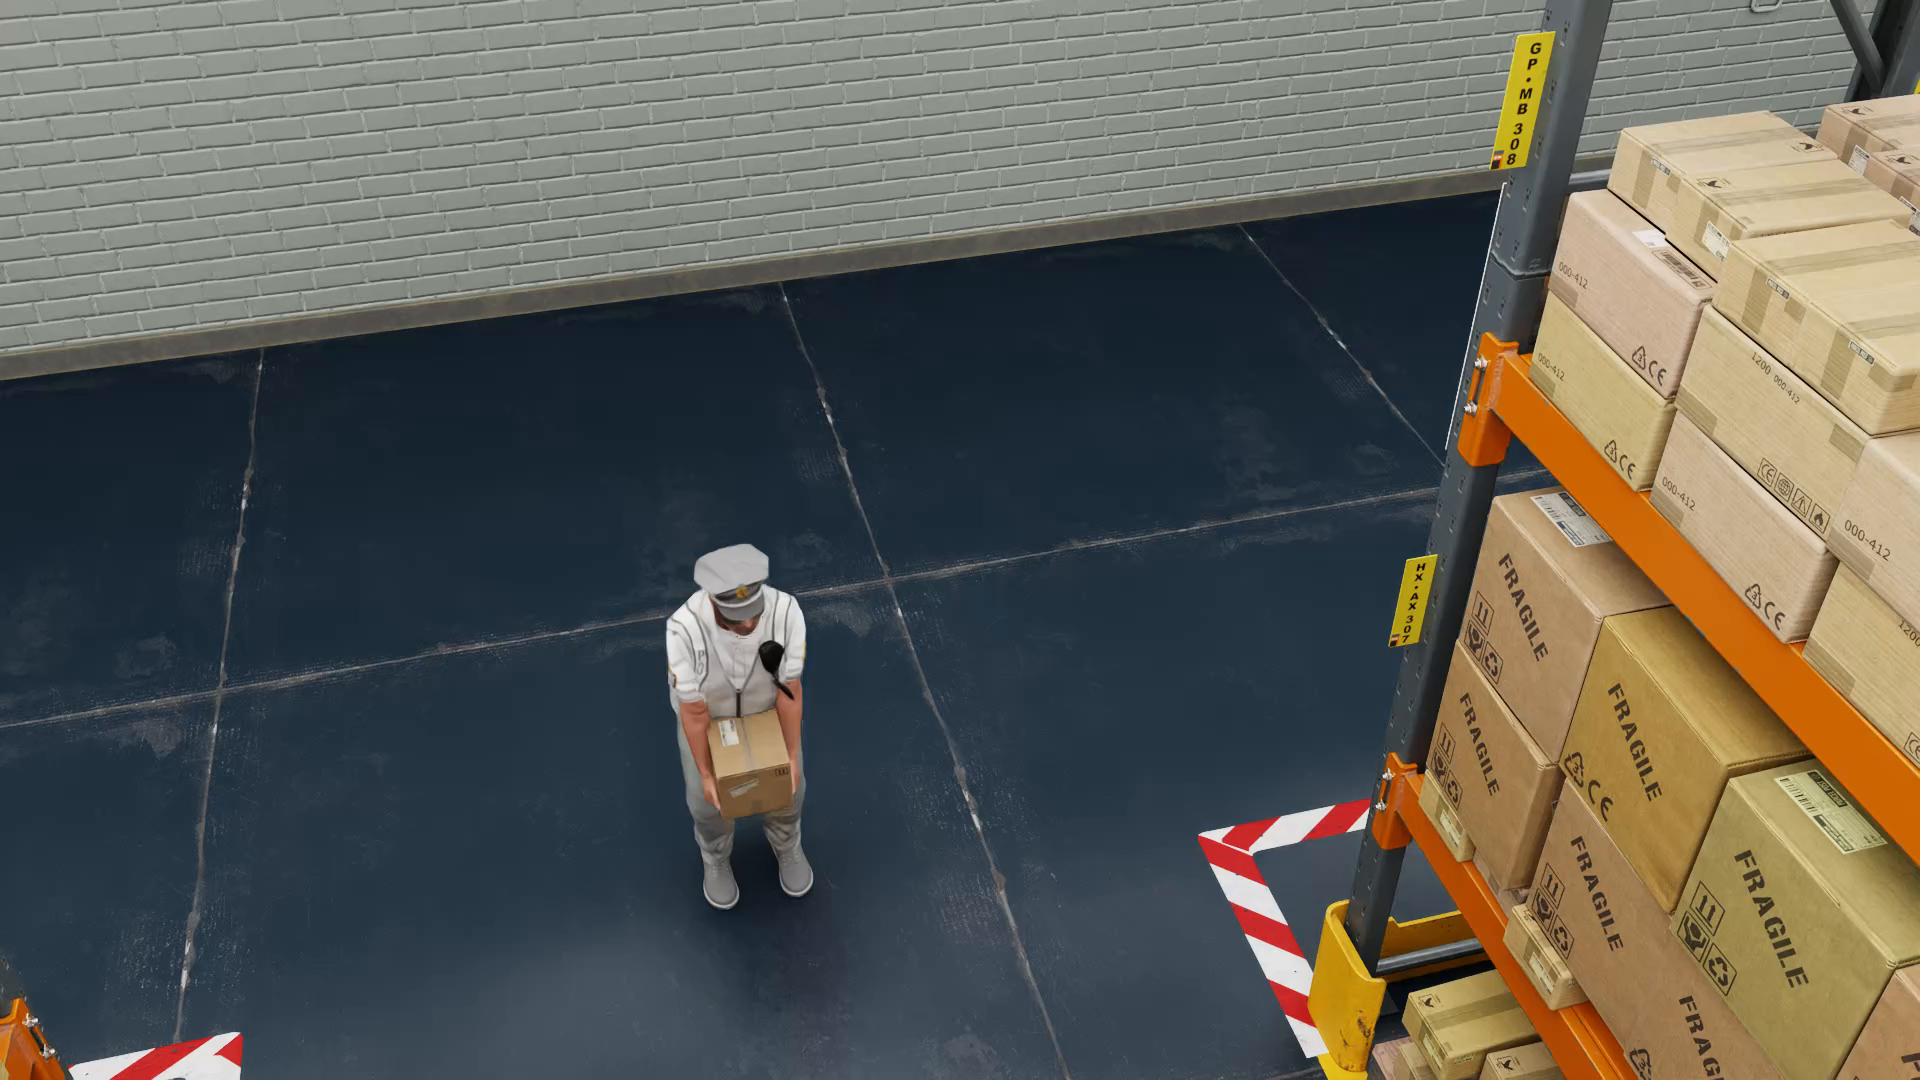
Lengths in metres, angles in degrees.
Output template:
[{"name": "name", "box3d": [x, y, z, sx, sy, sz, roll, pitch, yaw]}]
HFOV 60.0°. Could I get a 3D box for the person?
[{"name": "person", "box3d": [-0.768, 0.658, 5.912, 0.475, 1.704, 0.615, -10, 39, -13]}]
